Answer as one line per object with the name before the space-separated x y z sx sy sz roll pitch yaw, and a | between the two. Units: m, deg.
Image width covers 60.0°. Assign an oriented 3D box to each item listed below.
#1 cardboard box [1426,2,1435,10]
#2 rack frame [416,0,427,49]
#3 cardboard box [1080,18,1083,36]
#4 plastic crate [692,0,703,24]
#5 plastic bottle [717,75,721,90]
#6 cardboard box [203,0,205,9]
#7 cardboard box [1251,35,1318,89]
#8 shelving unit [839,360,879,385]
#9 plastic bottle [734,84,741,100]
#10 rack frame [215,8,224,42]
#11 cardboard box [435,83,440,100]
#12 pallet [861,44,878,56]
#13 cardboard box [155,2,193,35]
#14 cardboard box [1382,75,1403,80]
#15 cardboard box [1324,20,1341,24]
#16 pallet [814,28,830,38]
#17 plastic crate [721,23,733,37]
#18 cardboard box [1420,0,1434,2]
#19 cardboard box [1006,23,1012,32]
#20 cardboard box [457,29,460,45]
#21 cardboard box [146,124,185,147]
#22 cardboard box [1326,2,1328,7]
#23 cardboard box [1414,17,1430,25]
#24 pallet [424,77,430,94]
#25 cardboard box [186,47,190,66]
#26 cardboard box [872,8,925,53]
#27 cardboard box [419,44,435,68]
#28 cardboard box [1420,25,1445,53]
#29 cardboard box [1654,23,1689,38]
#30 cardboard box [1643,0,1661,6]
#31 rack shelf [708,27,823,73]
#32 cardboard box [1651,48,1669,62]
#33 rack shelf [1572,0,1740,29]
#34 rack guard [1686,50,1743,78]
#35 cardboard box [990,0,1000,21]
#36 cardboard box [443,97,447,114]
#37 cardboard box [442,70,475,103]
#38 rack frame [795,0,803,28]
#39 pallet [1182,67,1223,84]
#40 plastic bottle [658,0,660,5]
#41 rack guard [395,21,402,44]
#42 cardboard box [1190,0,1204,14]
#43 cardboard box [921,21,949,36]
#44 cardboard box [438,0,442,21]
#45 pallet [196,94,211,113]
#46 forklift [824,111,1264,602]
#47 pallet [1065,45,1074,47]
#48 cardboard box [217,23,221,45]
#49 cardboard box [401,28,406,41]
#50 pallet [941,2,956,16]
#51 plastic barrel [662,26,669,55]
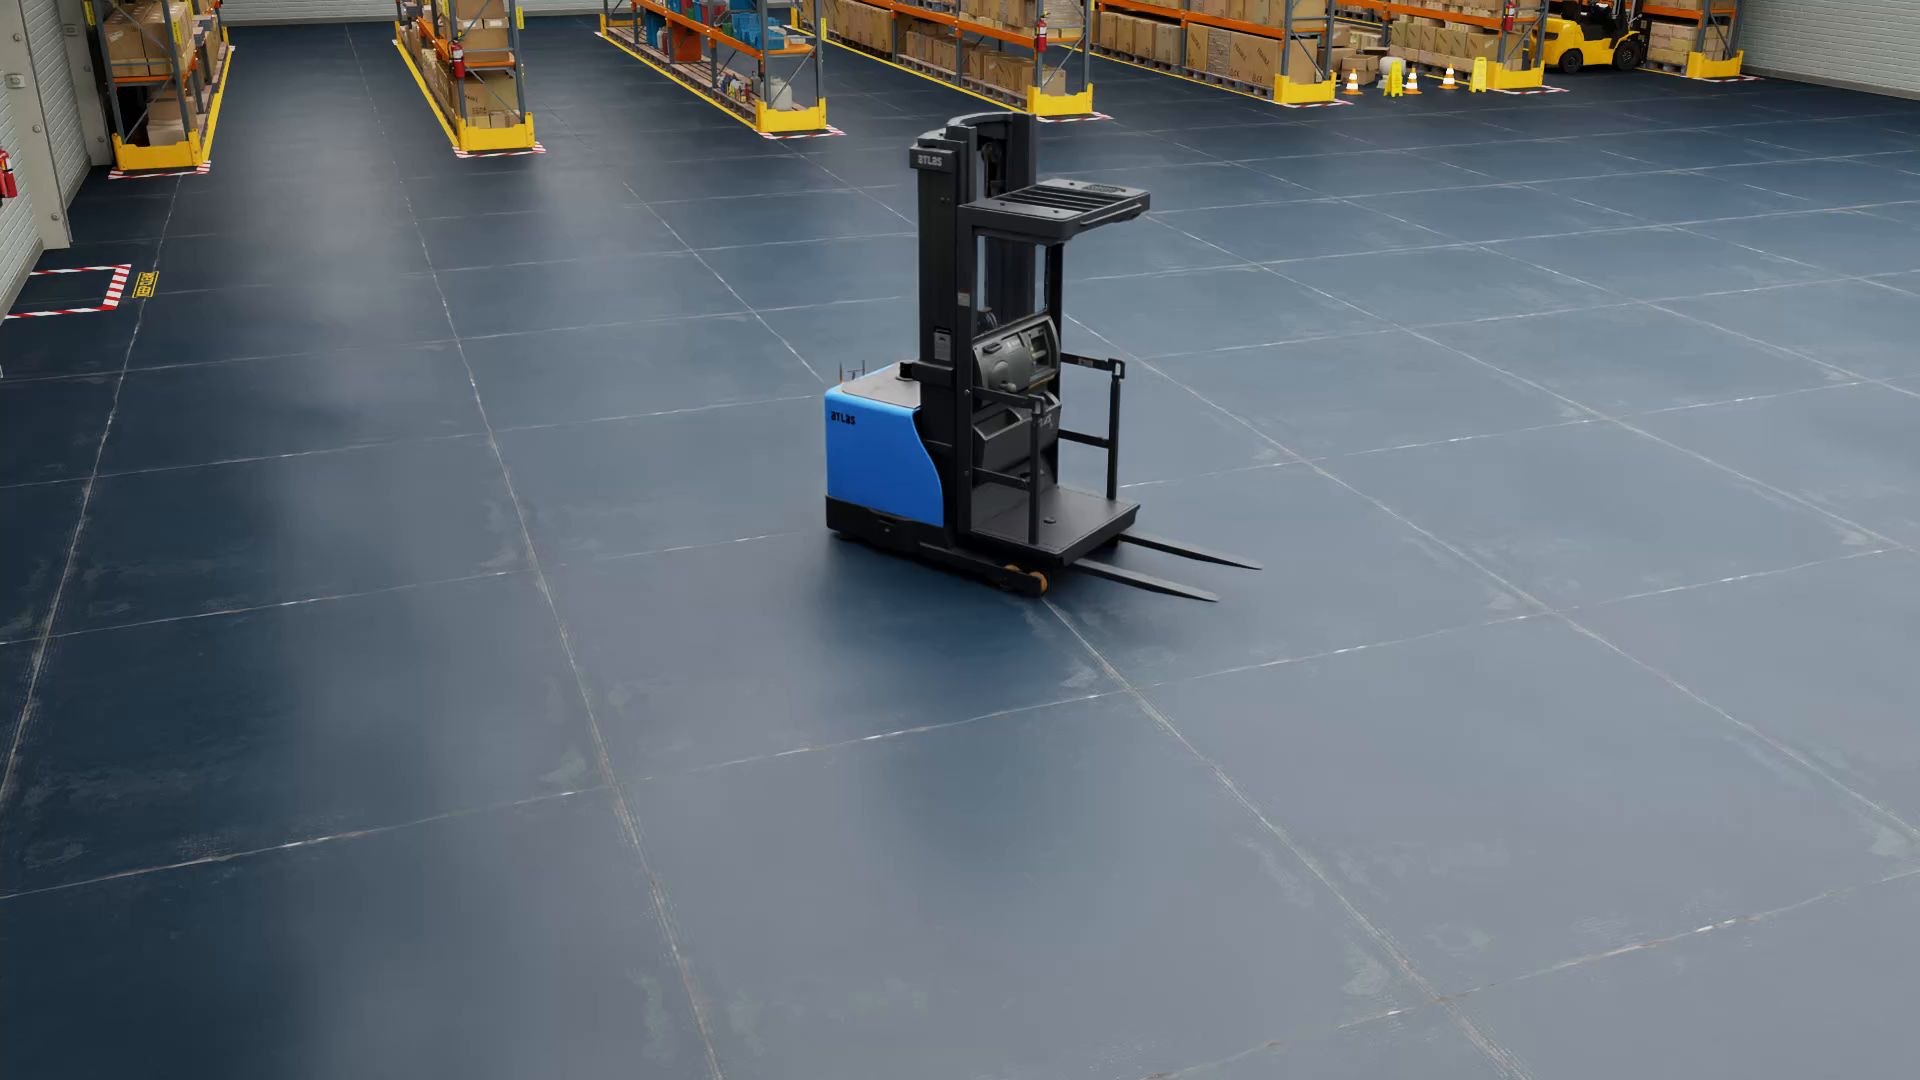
cardboard box | 9.936 -11.133 34.626 0.380 0.149 0.250 -8 24 -19
rack frame | -10.272 -10.609 33.060 1.000 3.000 0.127 -8 24 -19
cardboard box | 3.016 -12.045 39.144 0.500 0.500 0.500 -7 24 -17
plastic crate | -4.904 -10.185 32.073 0.392 0.384 0.575 -8 24 -19
plastic bottle | -4.521 -8.604 31.248 0.097 0.271 0.097 0 23 0
cardboard box | -15.187 -10.704 32.748 0.500 0.500 0.500 -8 24 -19
cardboard box | 6.198 -9.156 31.806 0.875 0.875 0.875 -8 24 -19
shelving unit | -0.731 -0.775 12.235 0.215 1.050 0.252 -11 25 -24
plastic bottle | -3.982 -8.081 30.002 0.152 0.276 0.135 -9 24 -20
rack frame | -17.731 -12.835 38.341 1.000 3.000 0.127 -8 24 -19
cardboard box | -9.276 -8.193 30.327 0.500 0.250 0.500 -9 24 -20
pallet | -1.638 -11.422 38.577 1.003 0.211 1.213 -8 24 -19
cardboard box | -13.035 -8.631 27.568 0.500 0.500 0.500 -8 24 -19
cardboard box | 8.742 -9.305 33.636 0.380 0.149 0.250 4 23 9
cardboard box | 8.458 -12.103 39.446 0.950 0.372 0.625 -10 25 -23
pallet | -3.046 -12.867 42.006 1.003 0.211 1.213 -8 24 -19
plastic crate | -4.008 -9.205 30.000 0.450 0.188 0.662 -8 24 -19
cardboard box | 9.940 -11.495 34.650 0.500 0.500 0.500 -9 24 -19
cardboard box | 1.073 -9.472 30.684 0.380 0.149 0.250 -8 24 -19
cardboard box | -7.789 -8.110 27.001 0.700 0.500 0.500 -8 24 -18
cardboard box | -12.239 -6.249 25.610 0.500 0.311 0.500 -11 25 -25
cardboard box | 10.571 -15.201 46.631 0.500 0.500 0.500 -8 24 -18
cardboard box | 9.808 -10.953 35.074 0.380 0.149 0.250 -7 24 -17
pallet | -10.017 -9.020 32.879 1.003 0.211 1.213 -8 24 -19
cardboard box | -12.325 -7.555 25.981 0.500 0.250 0.500 -9 24 -20
cardboard box | -1.227 -11.435 37.214 1.225 0.875 0.875 -10 25 -21
cardboard box | -10.822 -9.968 34.190 0.500 0.500 0.500 -7 24 -17
cardboard box | 10.019 -10.513 34.864 0.500 0.500 0.500 -7 24 -16
cardboard box | 15.096 -10.799 35.222 0.500 0.250 0.500 -8 24 -18
cardboard box | 14.961 -11.667 35.441 0.500 0.500 0.500 -9 24 -20
rack shelf | -3.517 -8.776 29.636 1.077 0.370 4.000 -8 24 -19
cardboard box | 15.108 -10.338 35.416 0.500 0.250 0.500 -8 24 -19
rack shelf | 15.030 -11.498 36.094 1.077 0.370 4.000 -8 24 -19
rack guard | 15.745 -9.942 34.695 1.175 0.500 0.348 -8 24 -19
cardboard box | 1.064 -9.983 31.063 0.875 0.500 0.500 -8 24 -19
cardboard box | -8.635 -7.508 28.700 0.500 0.250 0.500 -8 24 -19
cardboard box | -8.456 -7.672 28.124 0.500 0.500 0.500 -8 24 -19
rack frame | -3.829 -14.874 43.178 1.000 3.000 0.127 -8 24 -19
pallet | 5.282 -9.586 34.221 1.003 0.211 1.213 -8 24 -19
plastic bottle | -6.387 -11.519 35.474 0.097 0.201 0.097 0 23 0
rack guard | -13.071 -12.337 40.376 1.175 0.500 0.348 -8 24 -19
cardboard box | 5.228 -11.094 34.017 0.875 0.550 0.550 -8 24 -19
cardboard box | -0.541 -10.933 35.514 0.500 0.250 0.500 -6 23 -13
cardboard box | -9.478 -9.857 31.145 0.500 0.500 0.500 -8 24 -19
pallet | -14.203 -7.917 30.261 1.003 0.211 1.213 -8 24 -19
forklift | 0.545 -1.210 10.847 3.031 2.935 1.130 15 27 32
pallet | 2.971 -12.053 40.075 1.003 0.211 1.213 -8 24 -19
cardboard box | -17.390 -11.636 38.174 0.700 0.500 0.500 -8 24 -19
cardboard box | -12.818 -11.852 38.982 0.500 0.250 0.500 -8 24 -19
pallet | 0.276 -10.723 33.576 1.003 0.211 1.213 -8 24 -19
plastic barrel | -6.224 -10.956 36.446 0.600 0.588 0.708 -8 24 -19
